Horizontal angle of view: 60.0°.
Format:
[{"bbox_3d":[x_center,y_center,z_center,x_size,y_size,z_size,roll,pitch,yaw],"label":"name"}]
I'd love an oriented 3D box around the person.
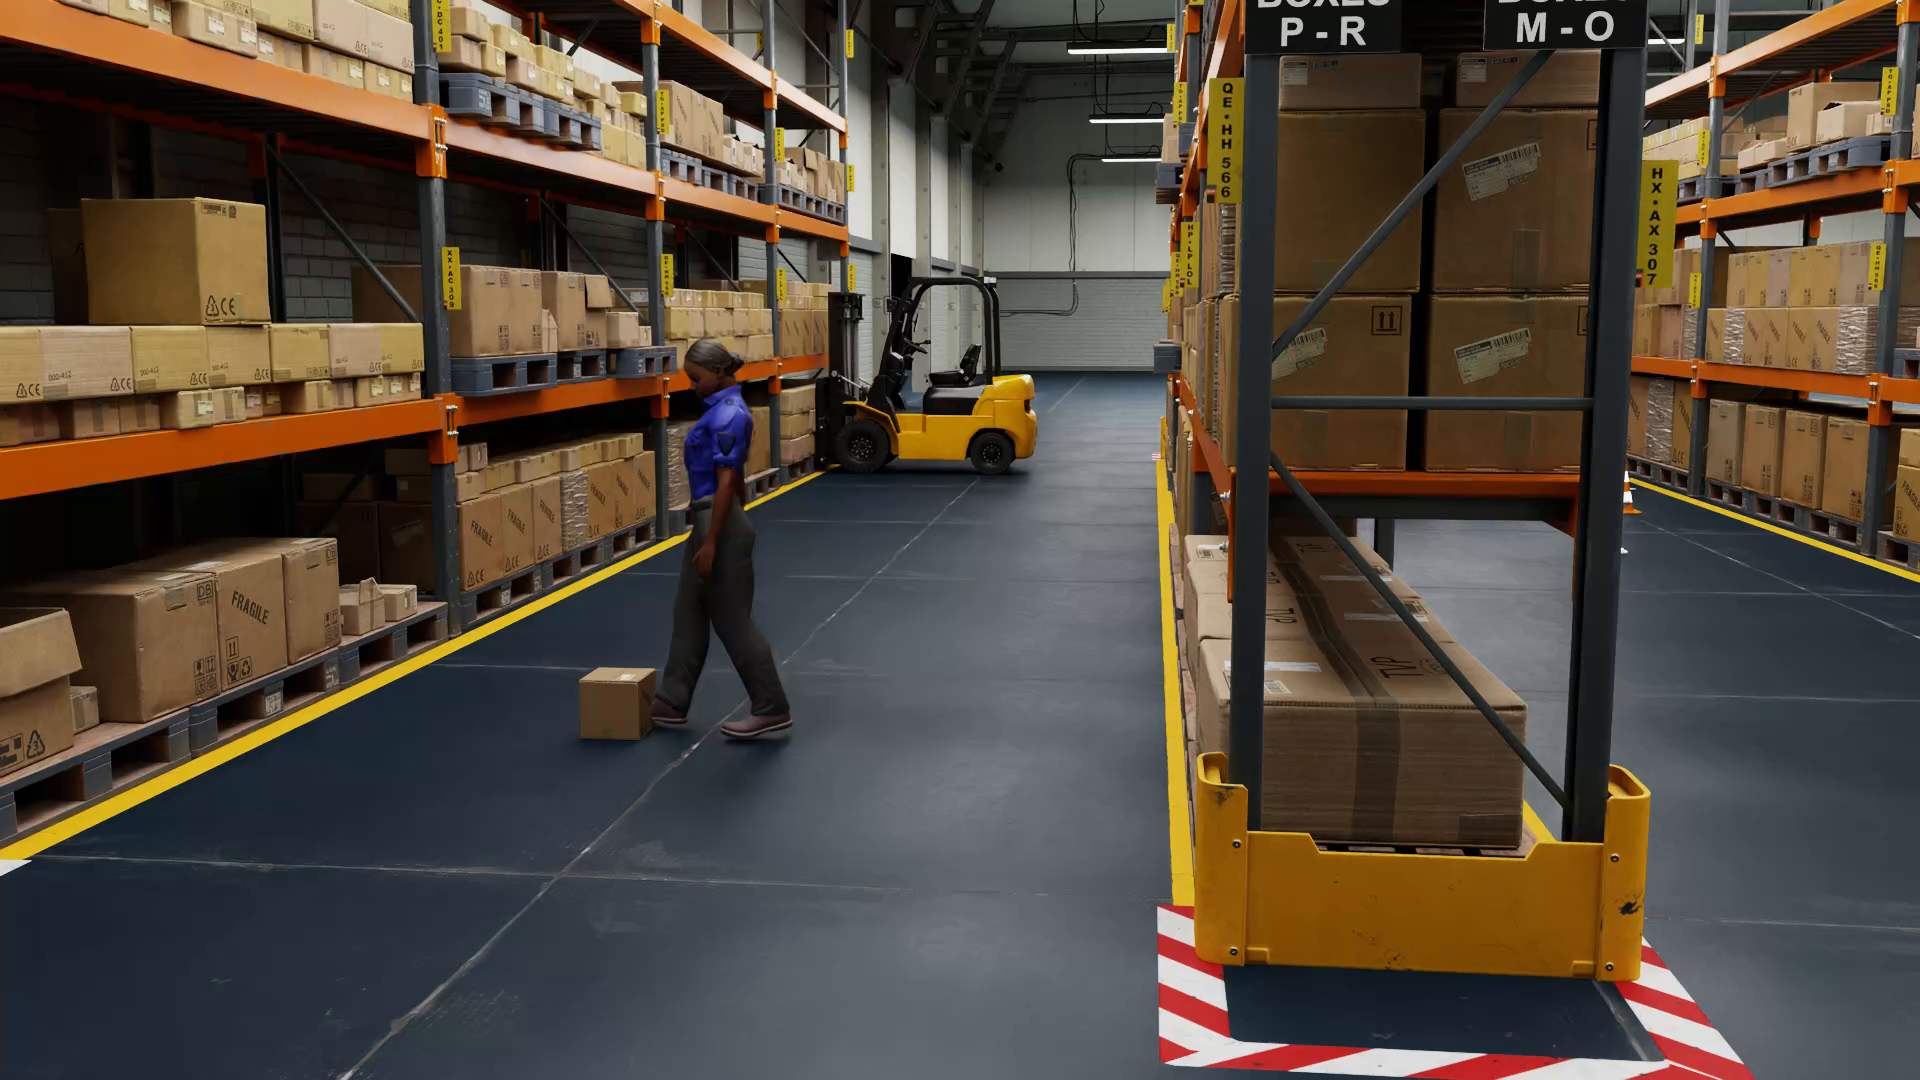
[{"bbox_3d":[-1.064,-0.008,6.827,0.730,1.626,0.490,-1,8,-6],"label":"person"}]
